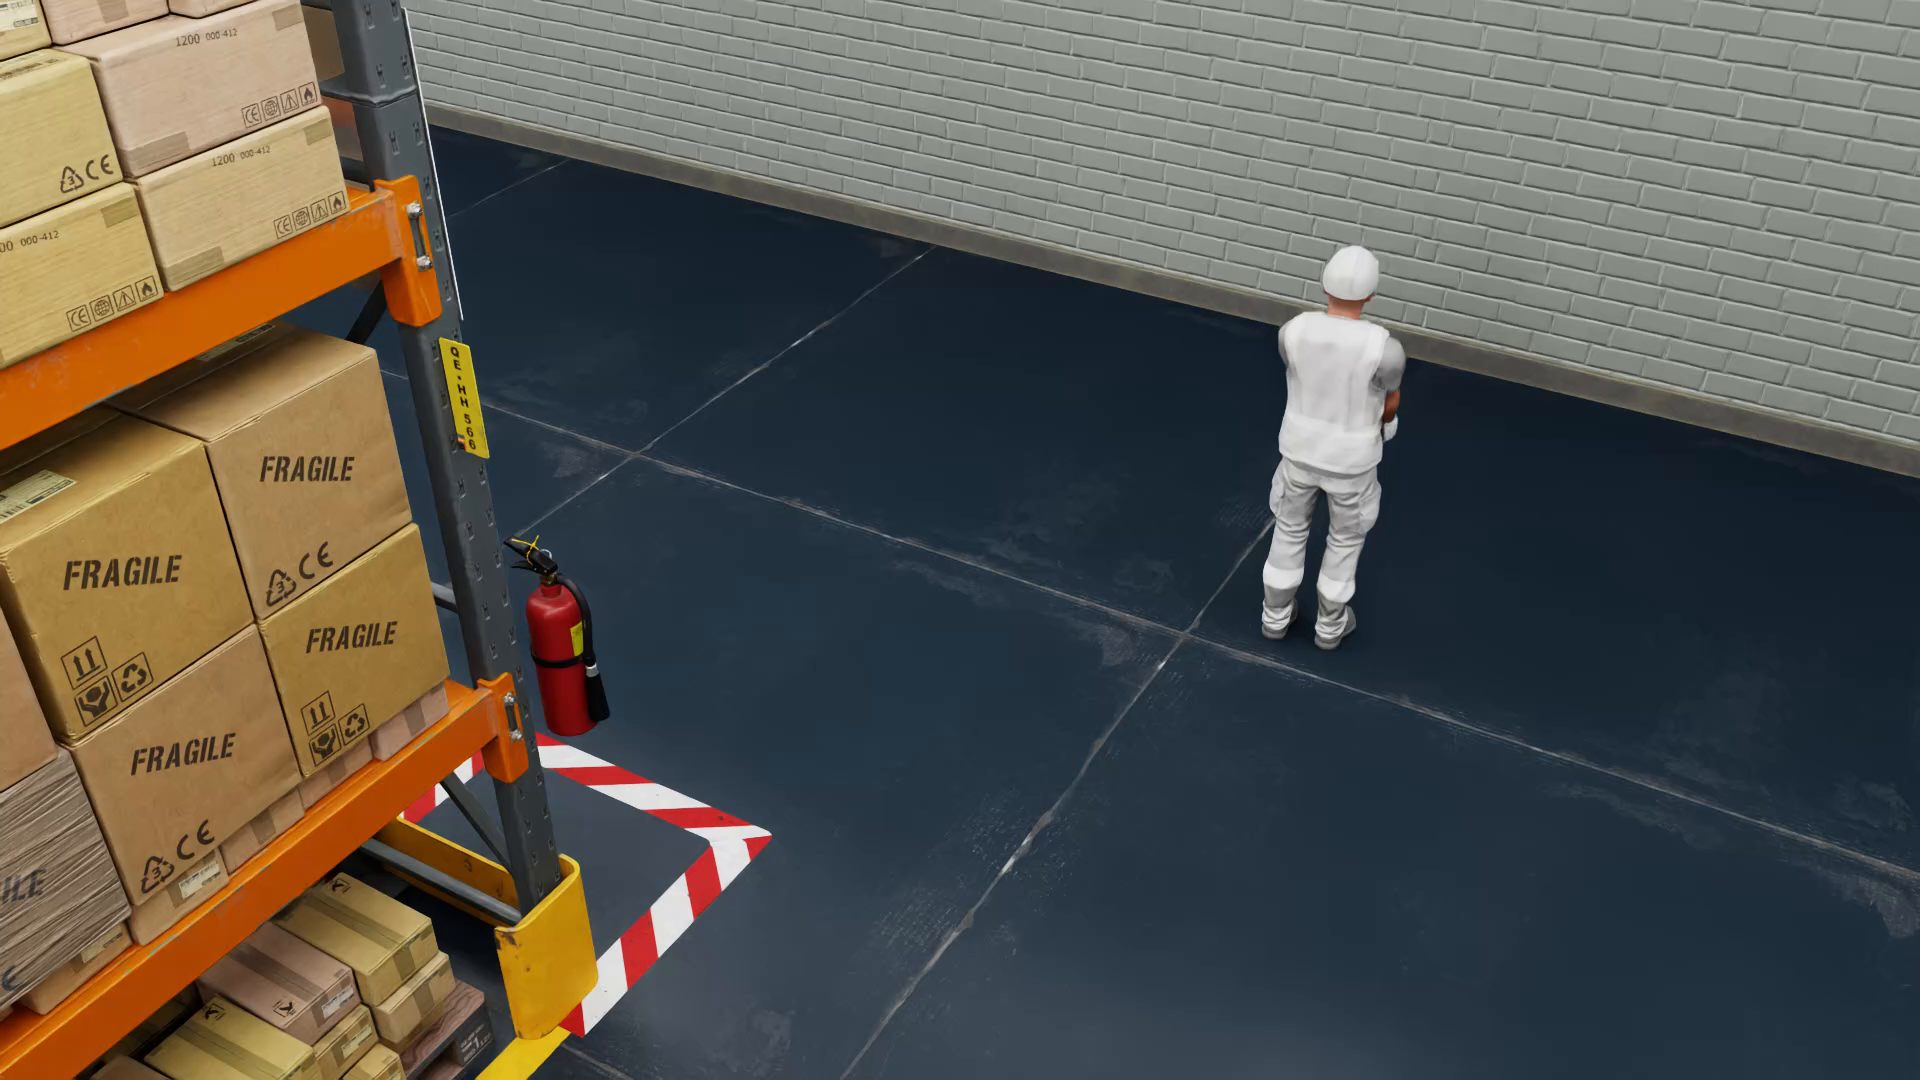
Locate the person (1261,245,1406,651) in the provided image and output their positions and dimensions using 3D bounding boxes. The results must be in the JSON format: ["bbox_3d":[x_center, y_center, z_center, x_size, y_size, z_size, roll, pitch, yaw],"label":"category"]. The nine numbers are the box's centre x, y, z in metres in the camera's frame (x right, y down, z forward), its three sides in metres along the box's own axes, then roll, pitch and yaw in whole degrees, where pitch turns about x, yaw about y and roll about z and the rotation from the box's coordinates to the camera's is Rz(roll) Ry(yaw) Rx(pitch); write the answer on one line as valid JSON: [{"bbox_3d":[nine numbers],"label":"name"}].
[{"bbox_3d":[1.508,-0.385,6.695,0.495,1.787,0.553,17,38,24],"label":"person"}]
